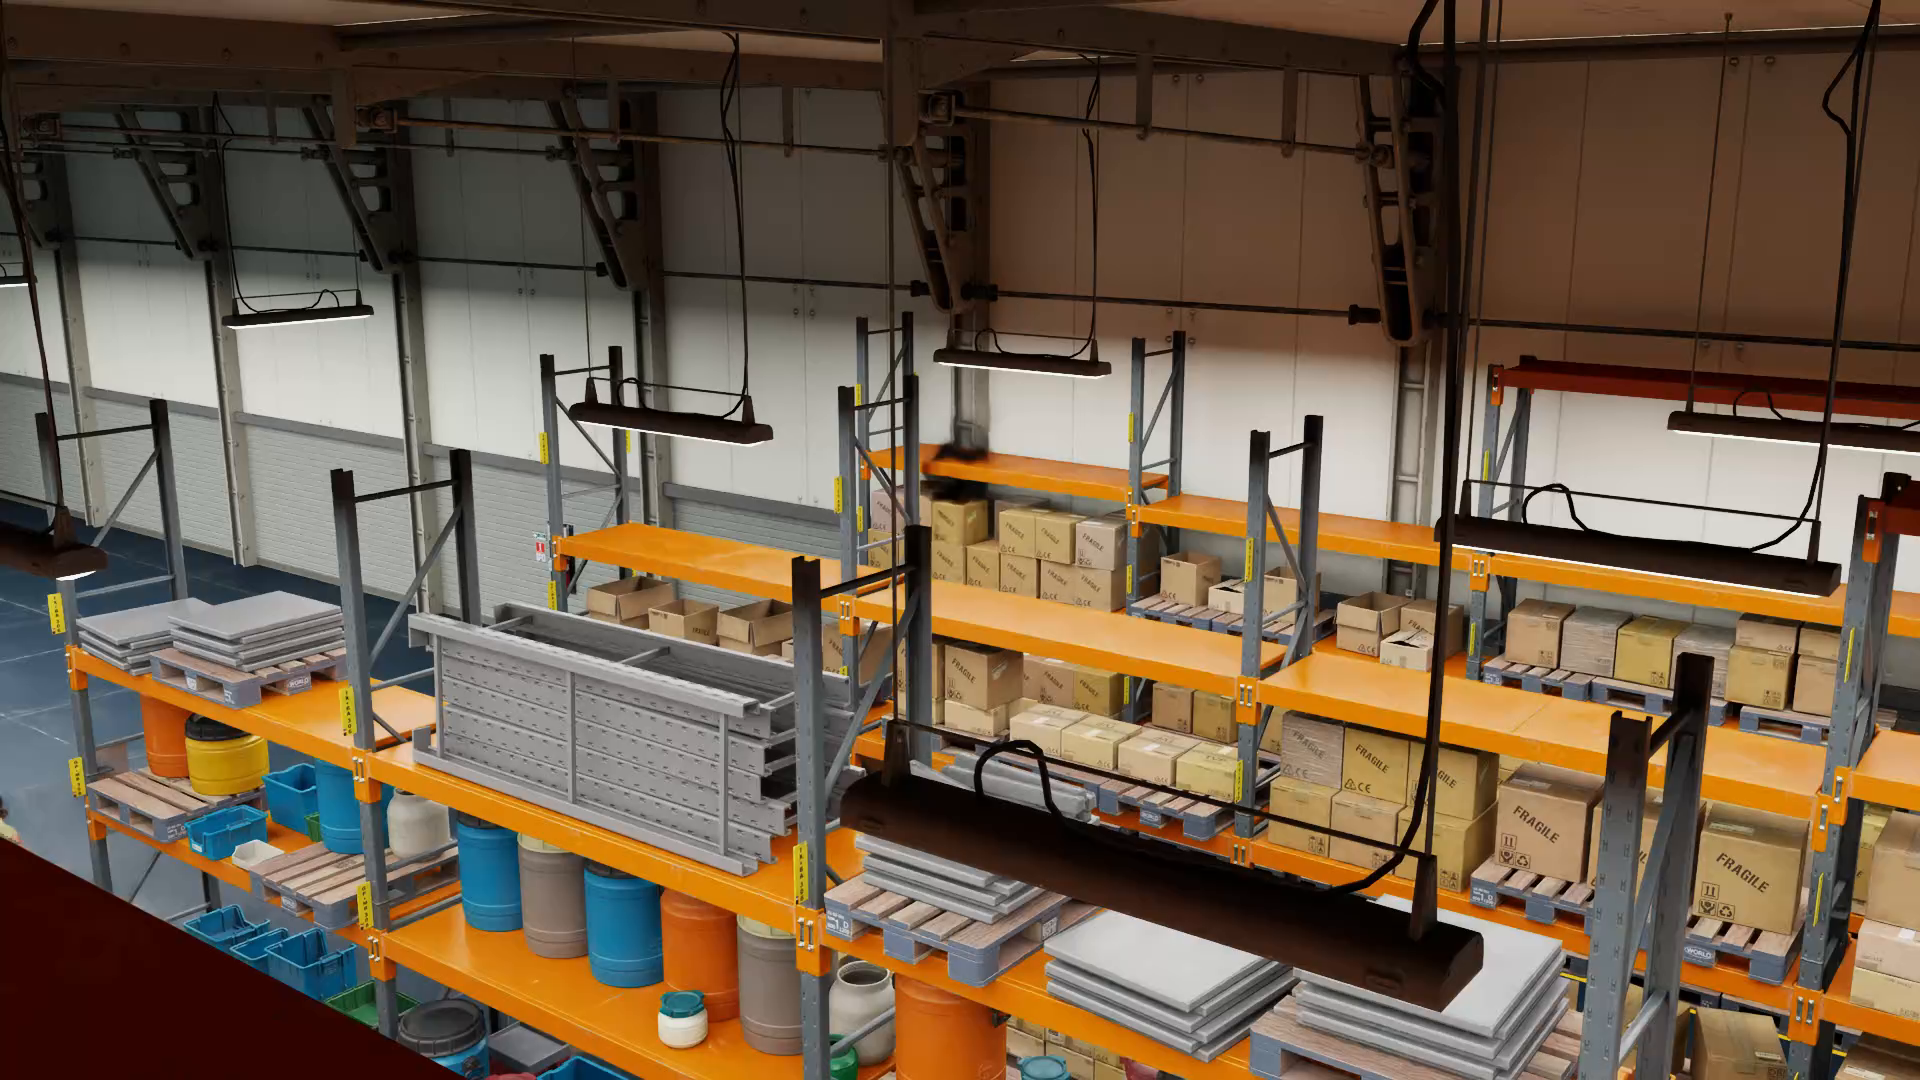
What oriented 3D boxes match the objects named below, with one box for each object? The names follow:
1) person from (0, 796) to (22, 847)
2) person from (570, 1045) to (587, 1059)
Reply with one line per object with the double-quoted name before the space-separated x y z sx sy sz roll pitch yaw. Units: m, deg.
"person" -9.767 3.387 16.888 0.813 1.703 0.565 -7 15 -27
"person" -3.149 4.078 13.848 0.675 1.735 0.685 11 17 39
